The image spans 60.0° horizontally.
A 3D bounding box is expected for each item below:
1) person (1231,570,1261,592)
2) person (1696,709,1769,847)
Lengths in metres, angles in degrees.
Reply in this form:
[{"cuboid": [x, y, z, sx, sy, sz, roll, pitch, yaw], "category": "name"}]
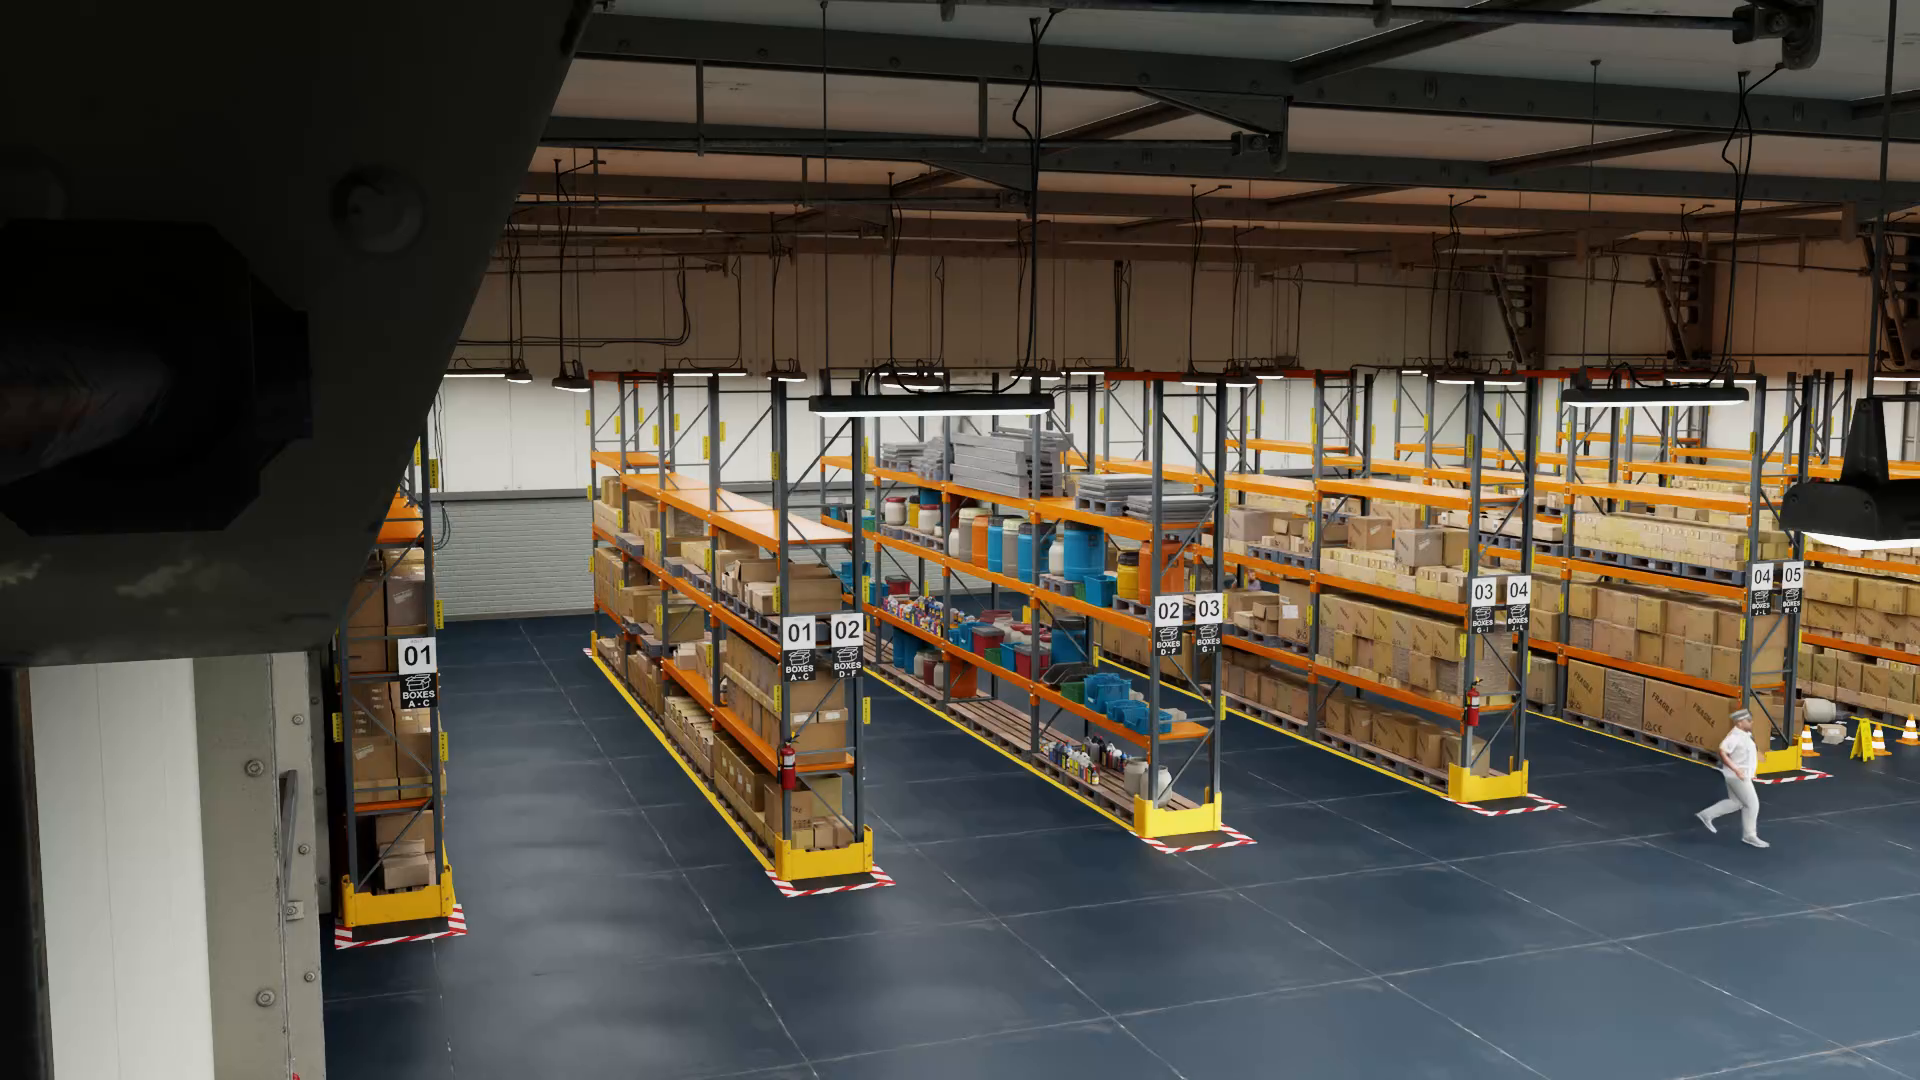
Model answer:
[{"cuboid": [6.298, 1.453, 36.647, 0.598, 1.641, 0.892, -3, 7, -27], "category": "person"}, {"cuboid": [10.066, 3.053, 21.591, 0.876, 1.796, 0.651, 3, 7, 25], "category": "person"}]
